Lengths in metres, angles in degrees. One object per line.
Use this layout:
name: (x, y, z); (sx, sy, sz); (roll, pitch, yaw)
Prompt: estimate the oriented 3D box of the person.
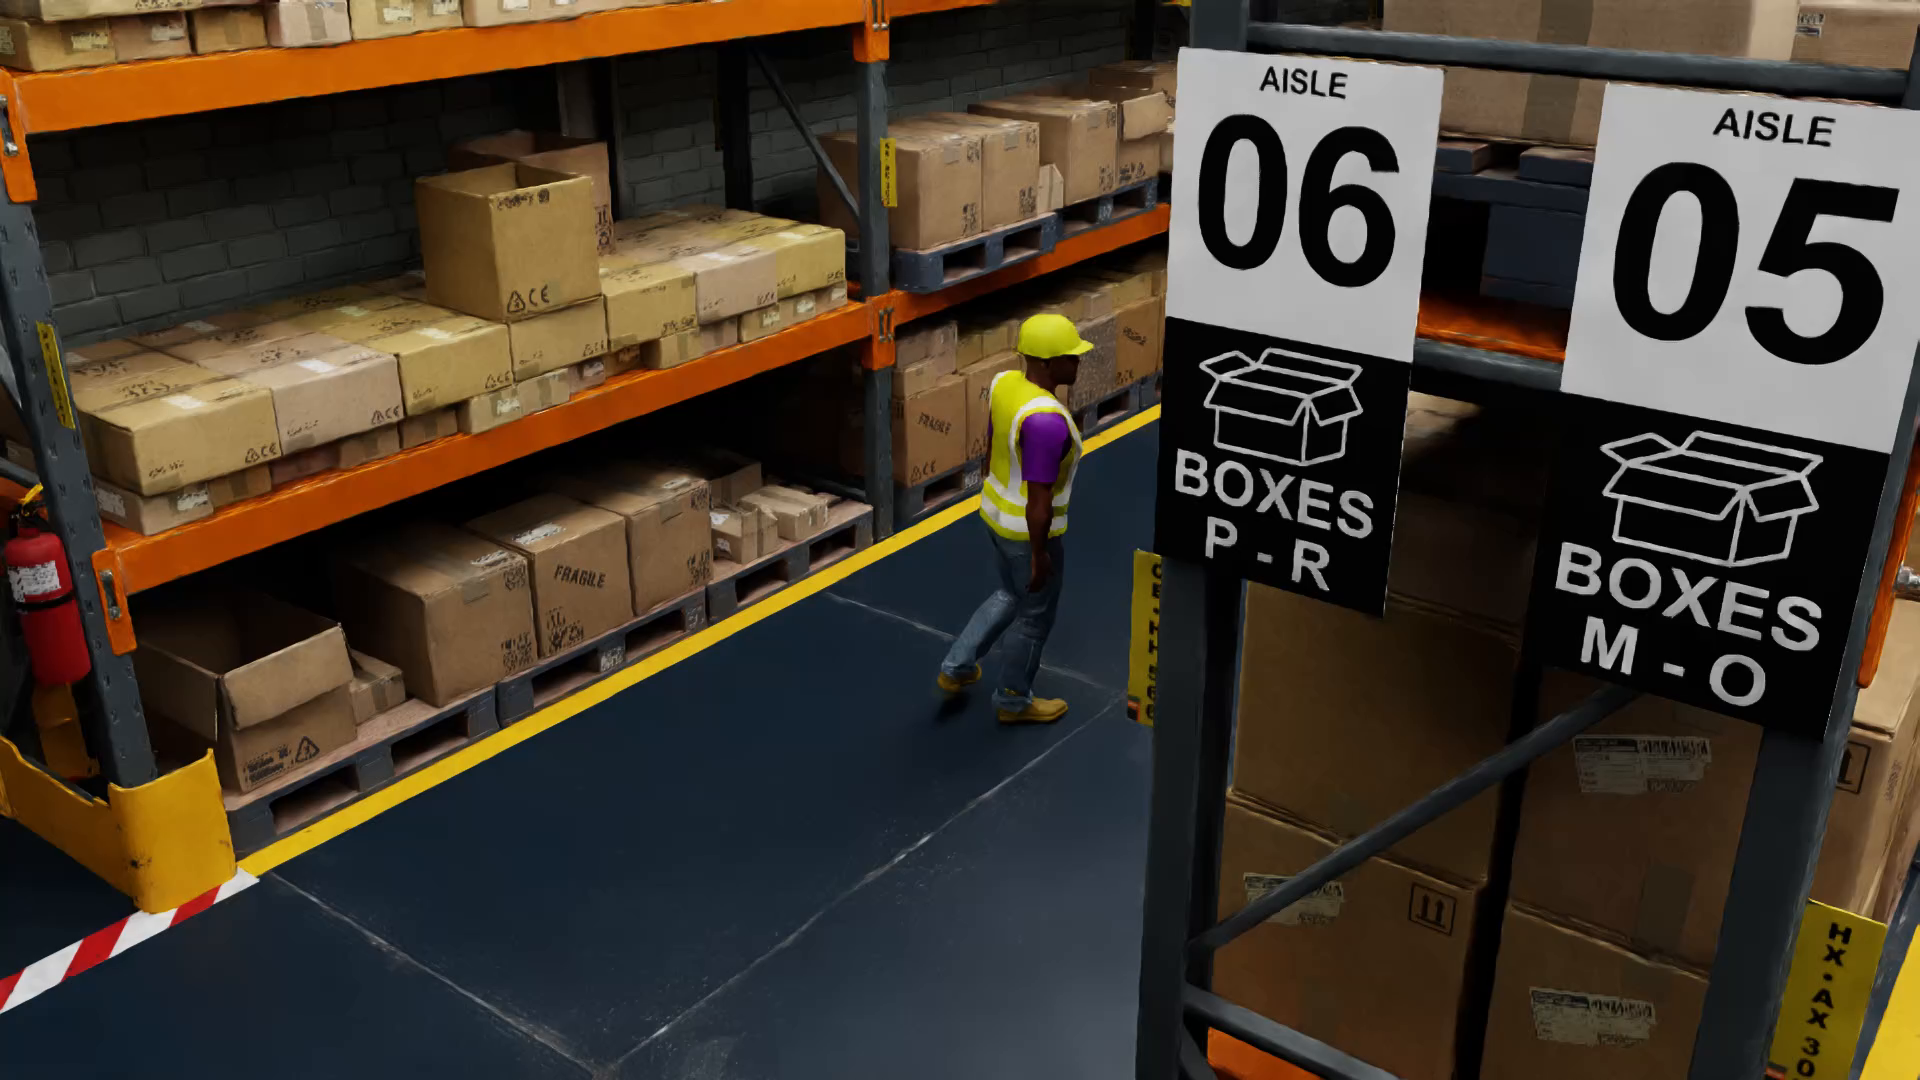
person: (0.209, -0.058, 6.703); (0.575, 1.758, 0.613); (-8, 25, -17)
